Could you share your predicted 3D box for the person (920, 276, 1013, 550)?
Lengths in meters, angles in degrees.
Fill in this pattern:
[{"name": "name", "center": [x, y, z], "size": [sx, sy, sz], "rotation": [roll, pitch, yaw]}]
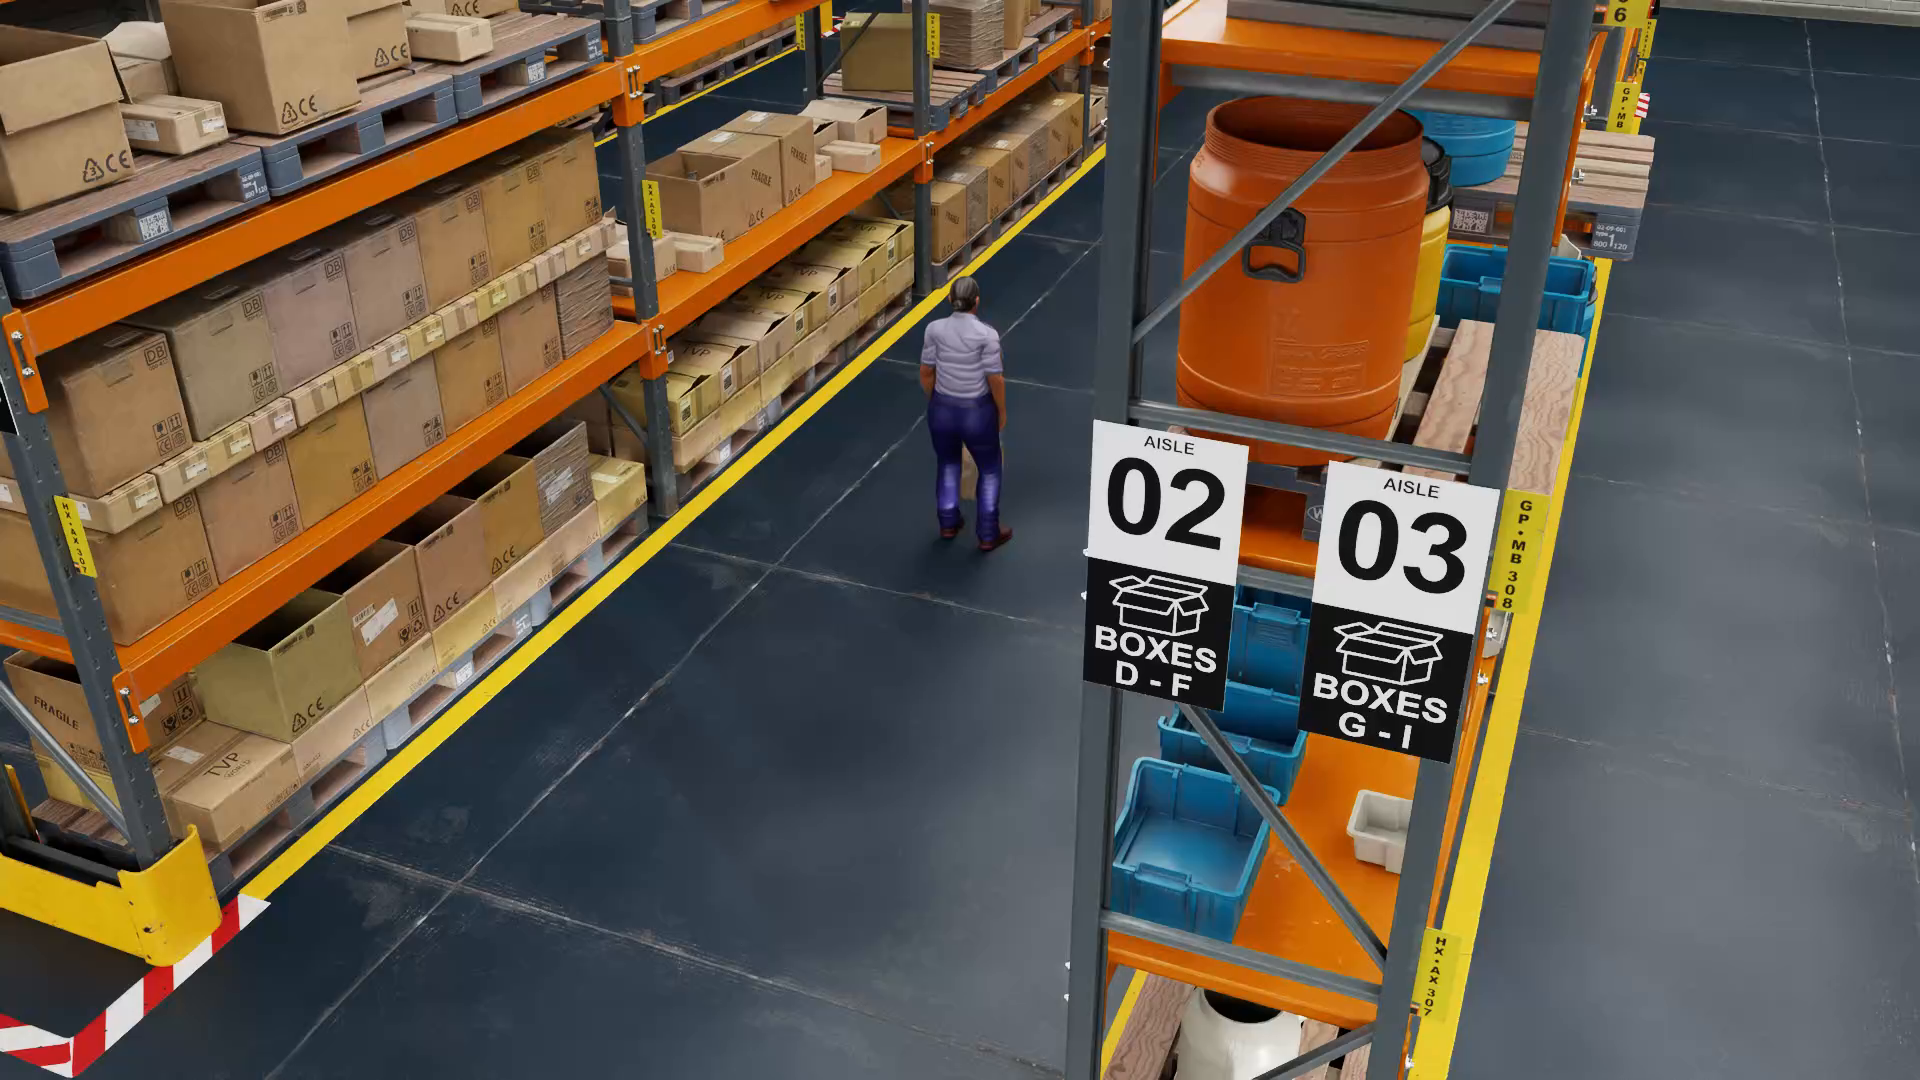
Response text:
[{"name": "person", "center": [0.041, -0.735, 9.694], "size": [0.532, 1.639, 0.421], "rotation": [10, 31, 18]}]
